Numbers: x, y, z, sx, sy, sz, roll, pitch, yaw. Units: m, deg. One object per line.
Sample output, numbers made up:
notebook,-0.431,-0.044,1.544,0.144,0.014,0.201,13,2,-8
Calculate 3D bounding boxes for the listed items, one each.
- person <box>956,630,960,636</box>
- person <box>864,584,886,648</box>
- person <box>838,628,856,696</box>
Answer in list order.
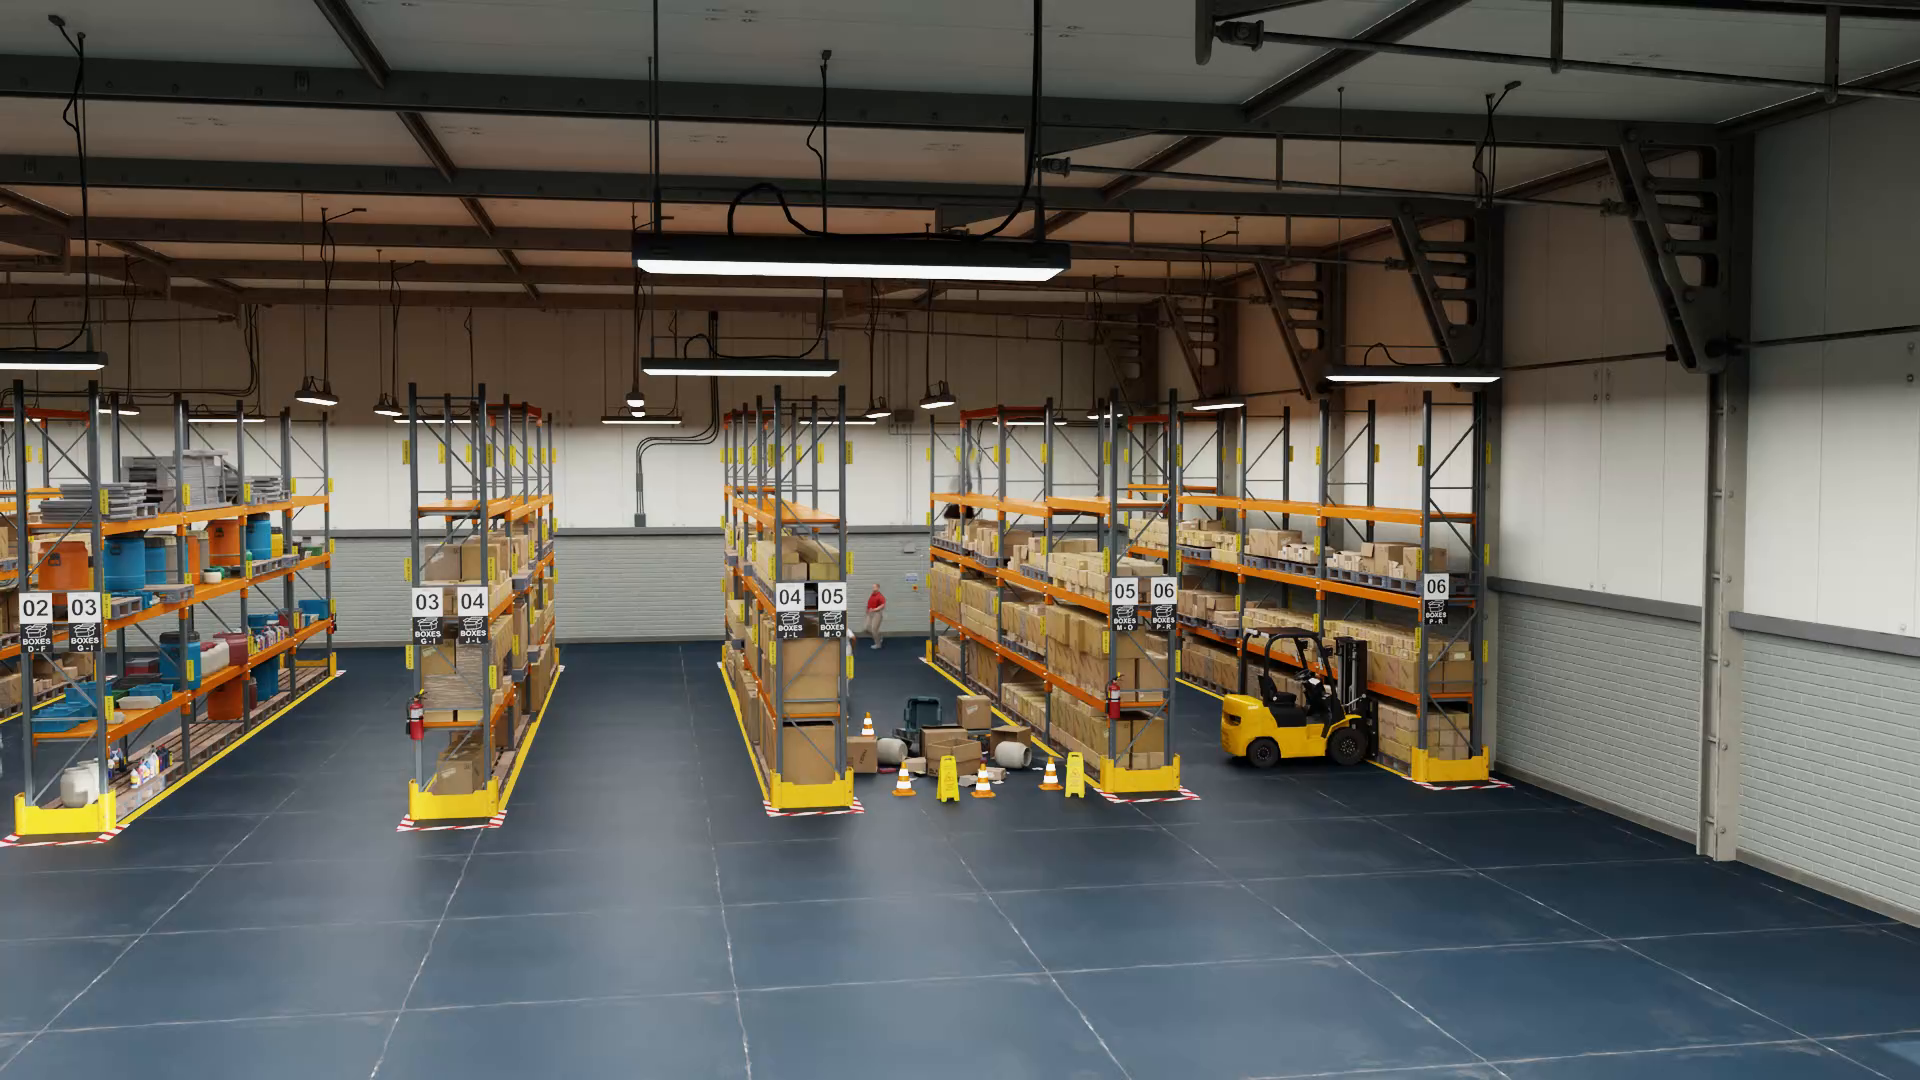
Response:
person,0.141,2.063,41.629,0.943,1.618,0.643,1,3,17
person,-2.217,1.974,43.196,0.595,1.677,0.660,-2,4,-37
person,-2.459,2.429,34.422,0.580,1.727,0.754,-1,3,-10
